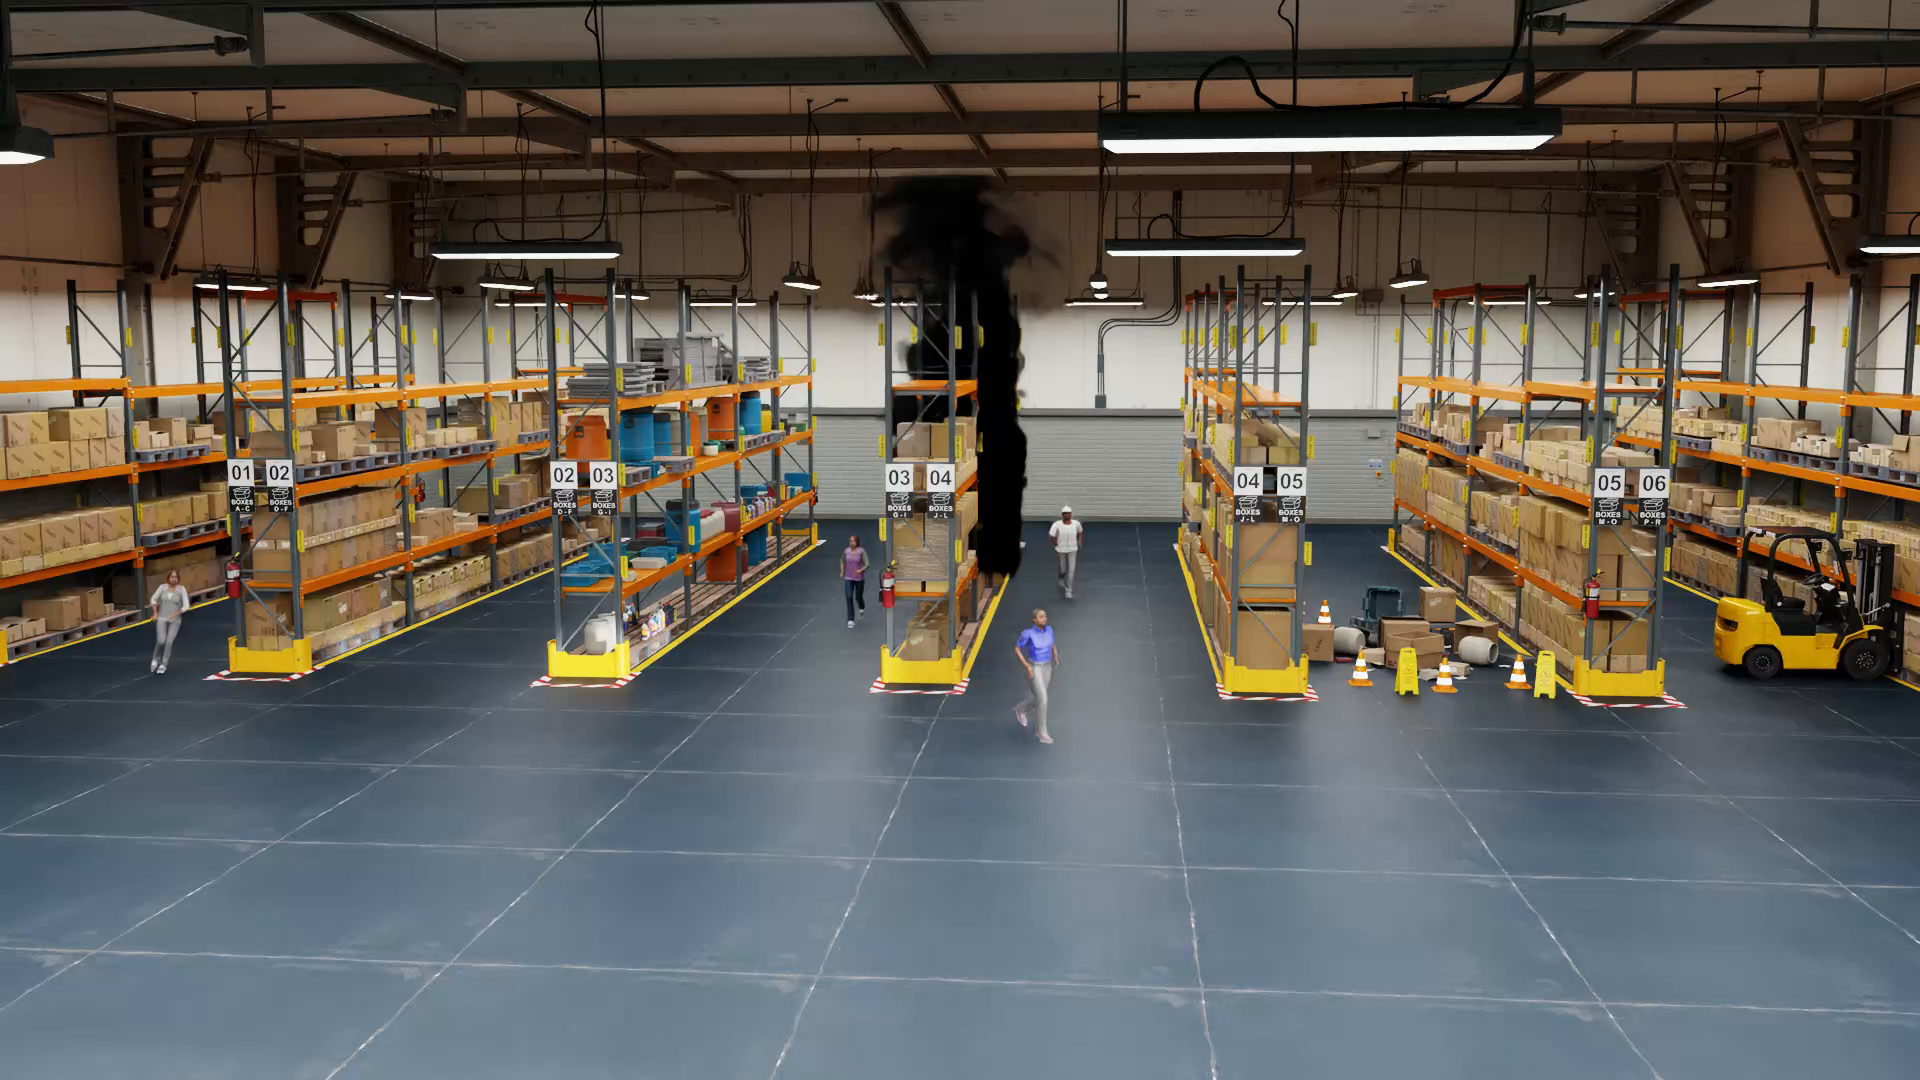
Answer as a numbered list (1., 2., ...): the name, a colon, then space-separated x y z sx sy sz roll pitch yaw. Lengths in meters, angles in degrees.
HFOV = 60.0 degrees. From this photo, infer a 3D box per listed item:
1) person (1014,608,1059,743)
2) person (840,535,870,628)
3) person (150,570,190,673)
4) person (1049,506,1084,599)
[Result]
1. person: 0.939 1.661 20.905 0.577 1.674 0.792 -5 9 -37
2. person: -1.839 0.693 28.980 0.559 1.586 0.855 1 7 8
3. person: -11.818 1.219 24.841 0.584 1.544 0.528 -3 8 -24
4. person: 2.072 0.216 32.319 0.702 1.757 0.894 0 7 -3
